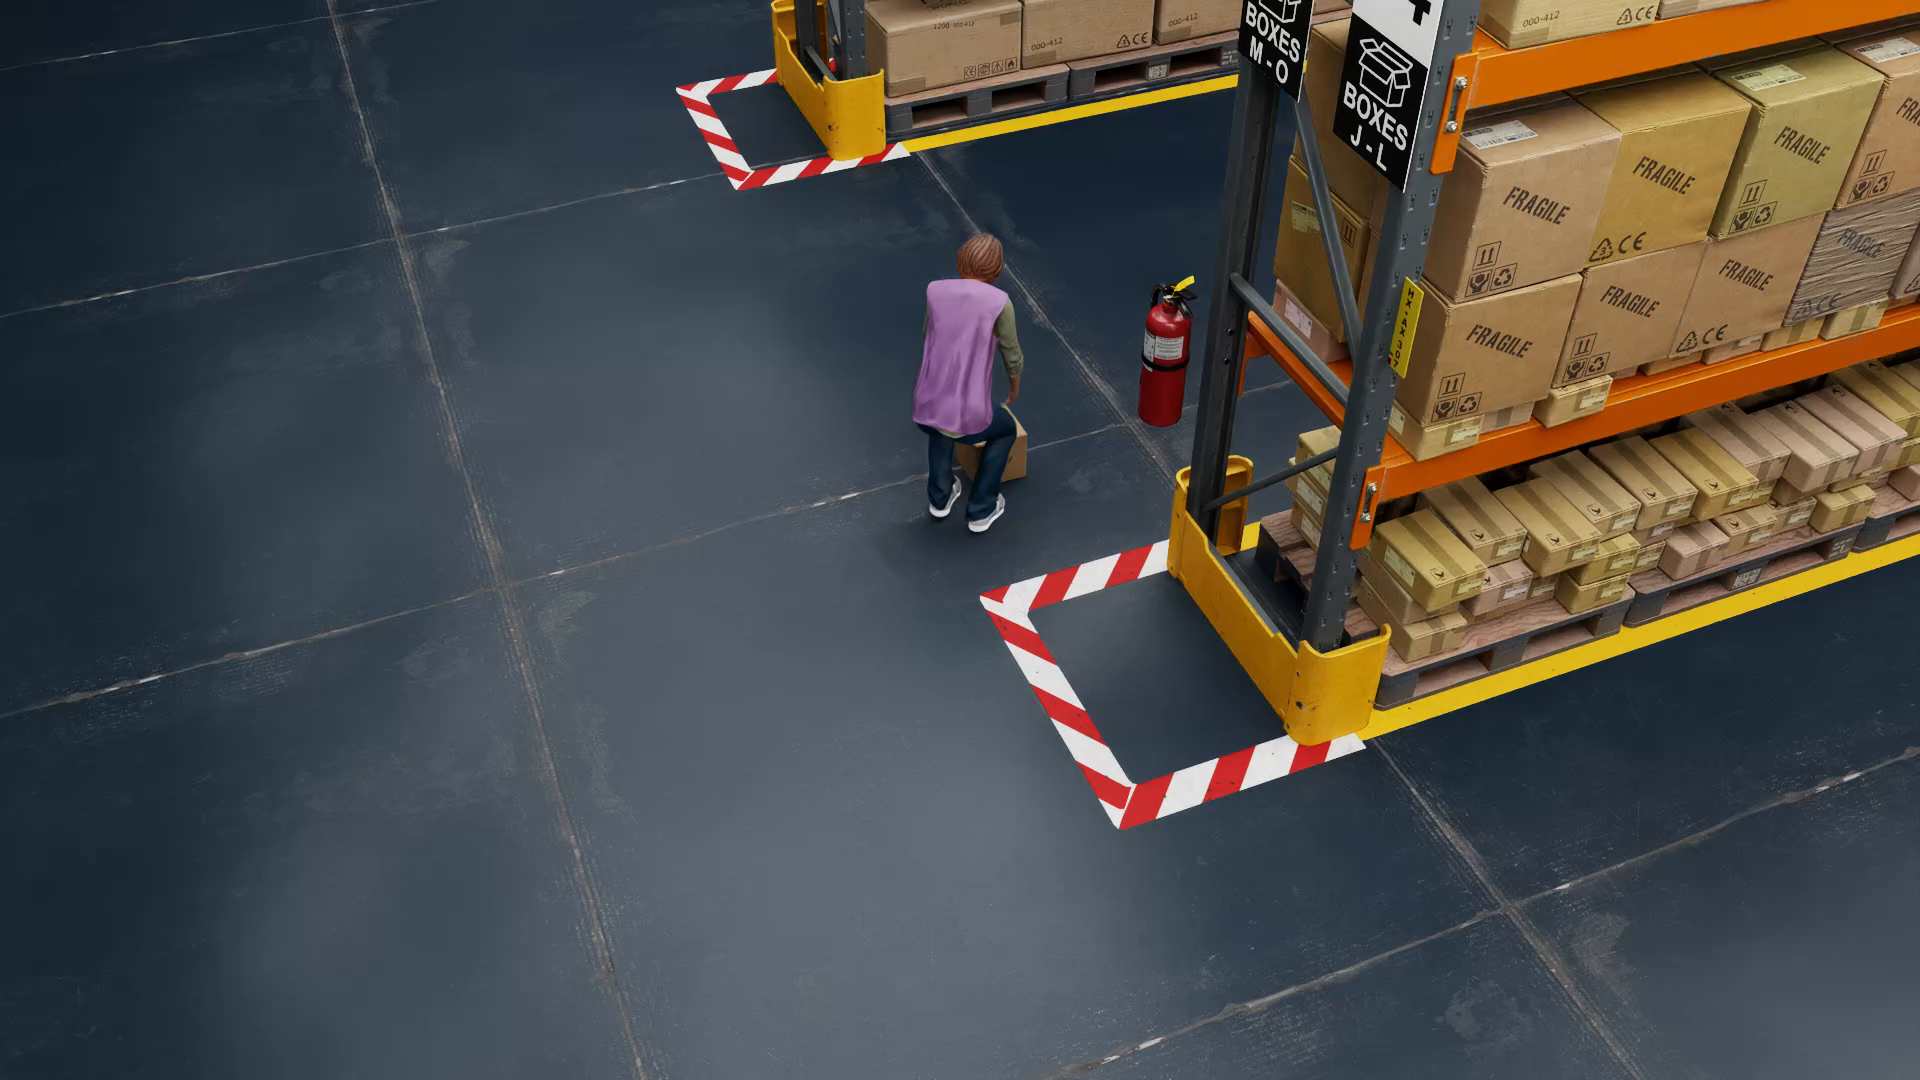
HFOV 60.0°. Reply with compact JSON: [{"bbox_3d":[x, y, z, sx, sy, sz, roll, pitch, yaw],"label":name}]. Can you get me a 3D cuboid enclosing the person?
[{"bbox_3d":[0.007,-0.631,7.118,0.462,1.255,0.673,17,45,18],"label":"person"}]
